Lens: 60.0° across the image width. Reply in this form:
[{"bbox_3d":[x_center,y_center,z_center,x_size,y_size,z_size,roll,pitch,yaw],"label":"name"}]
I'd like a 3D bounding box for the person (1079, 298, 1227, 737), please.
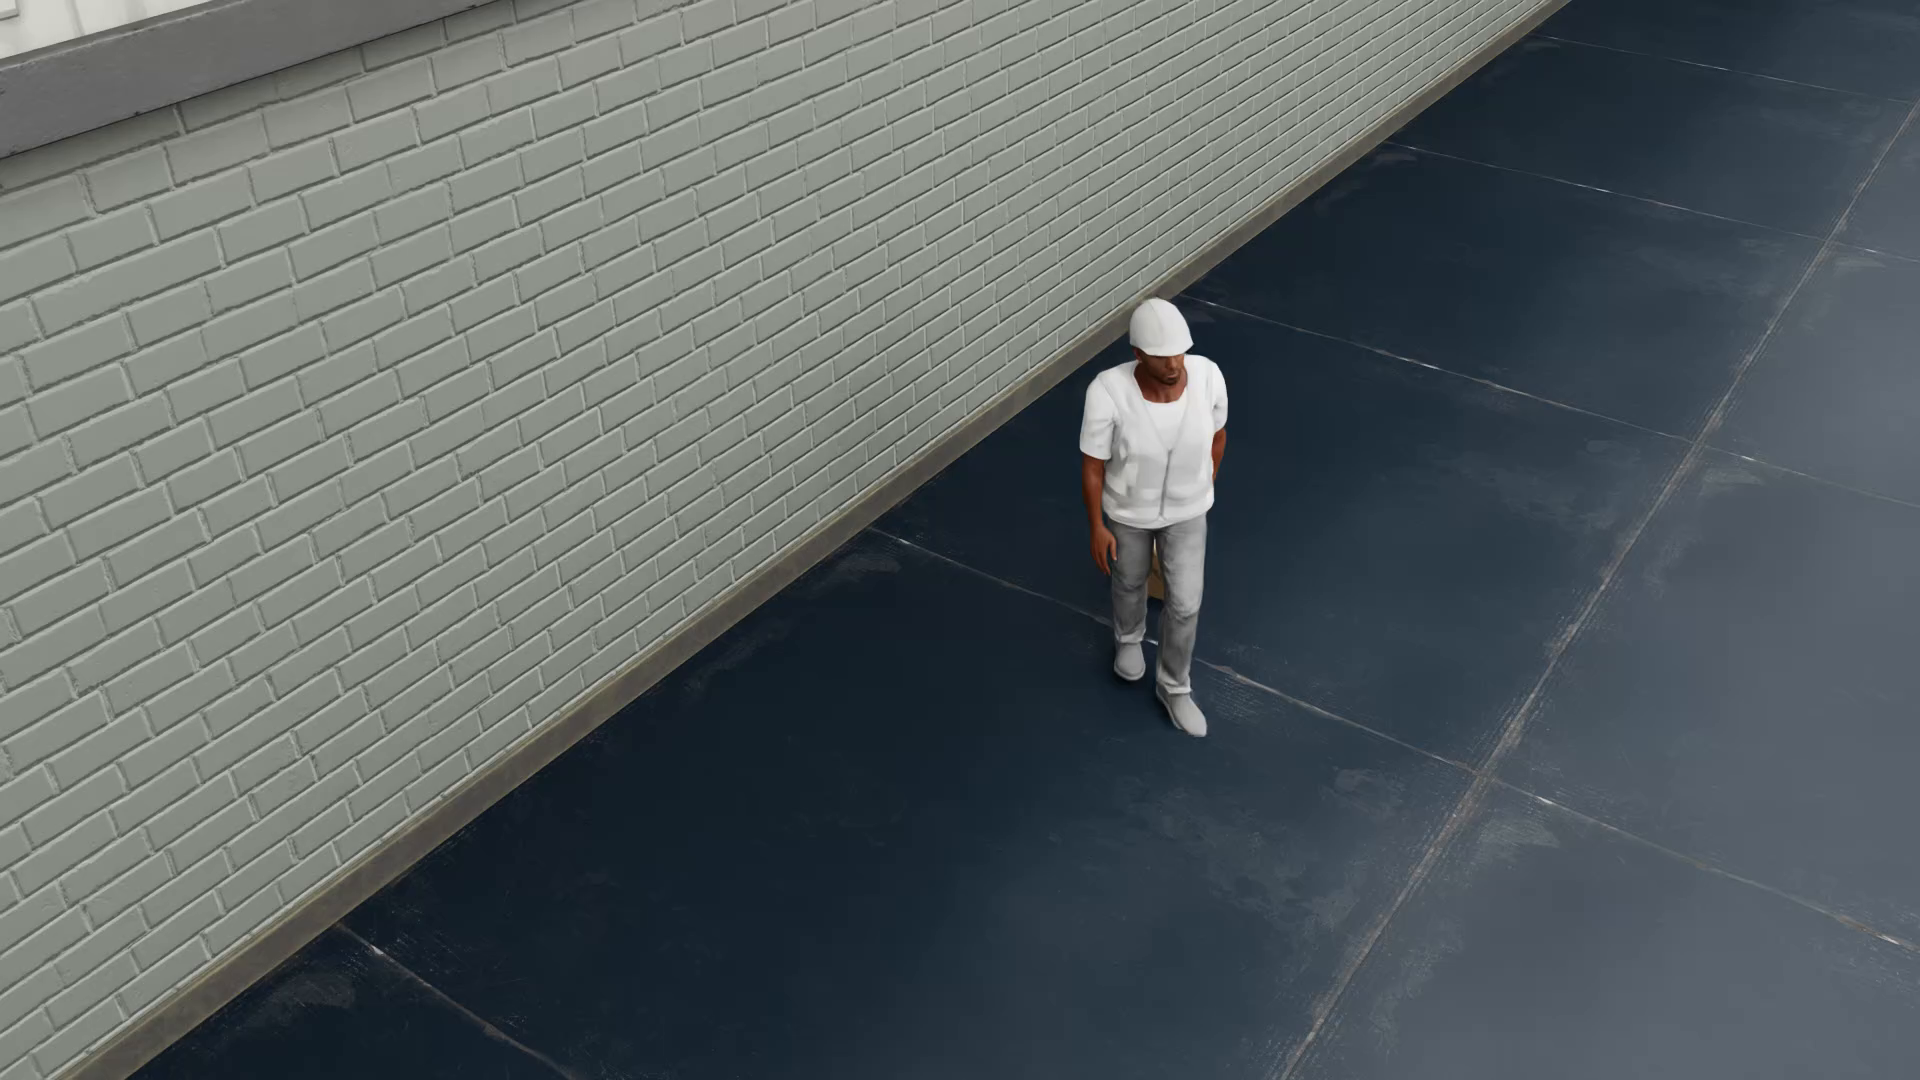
[{"bbox_3d":[0.718,-0.113,6.296,0.567,1.799,0.613,-1,34,-2],"label":"person"}]
